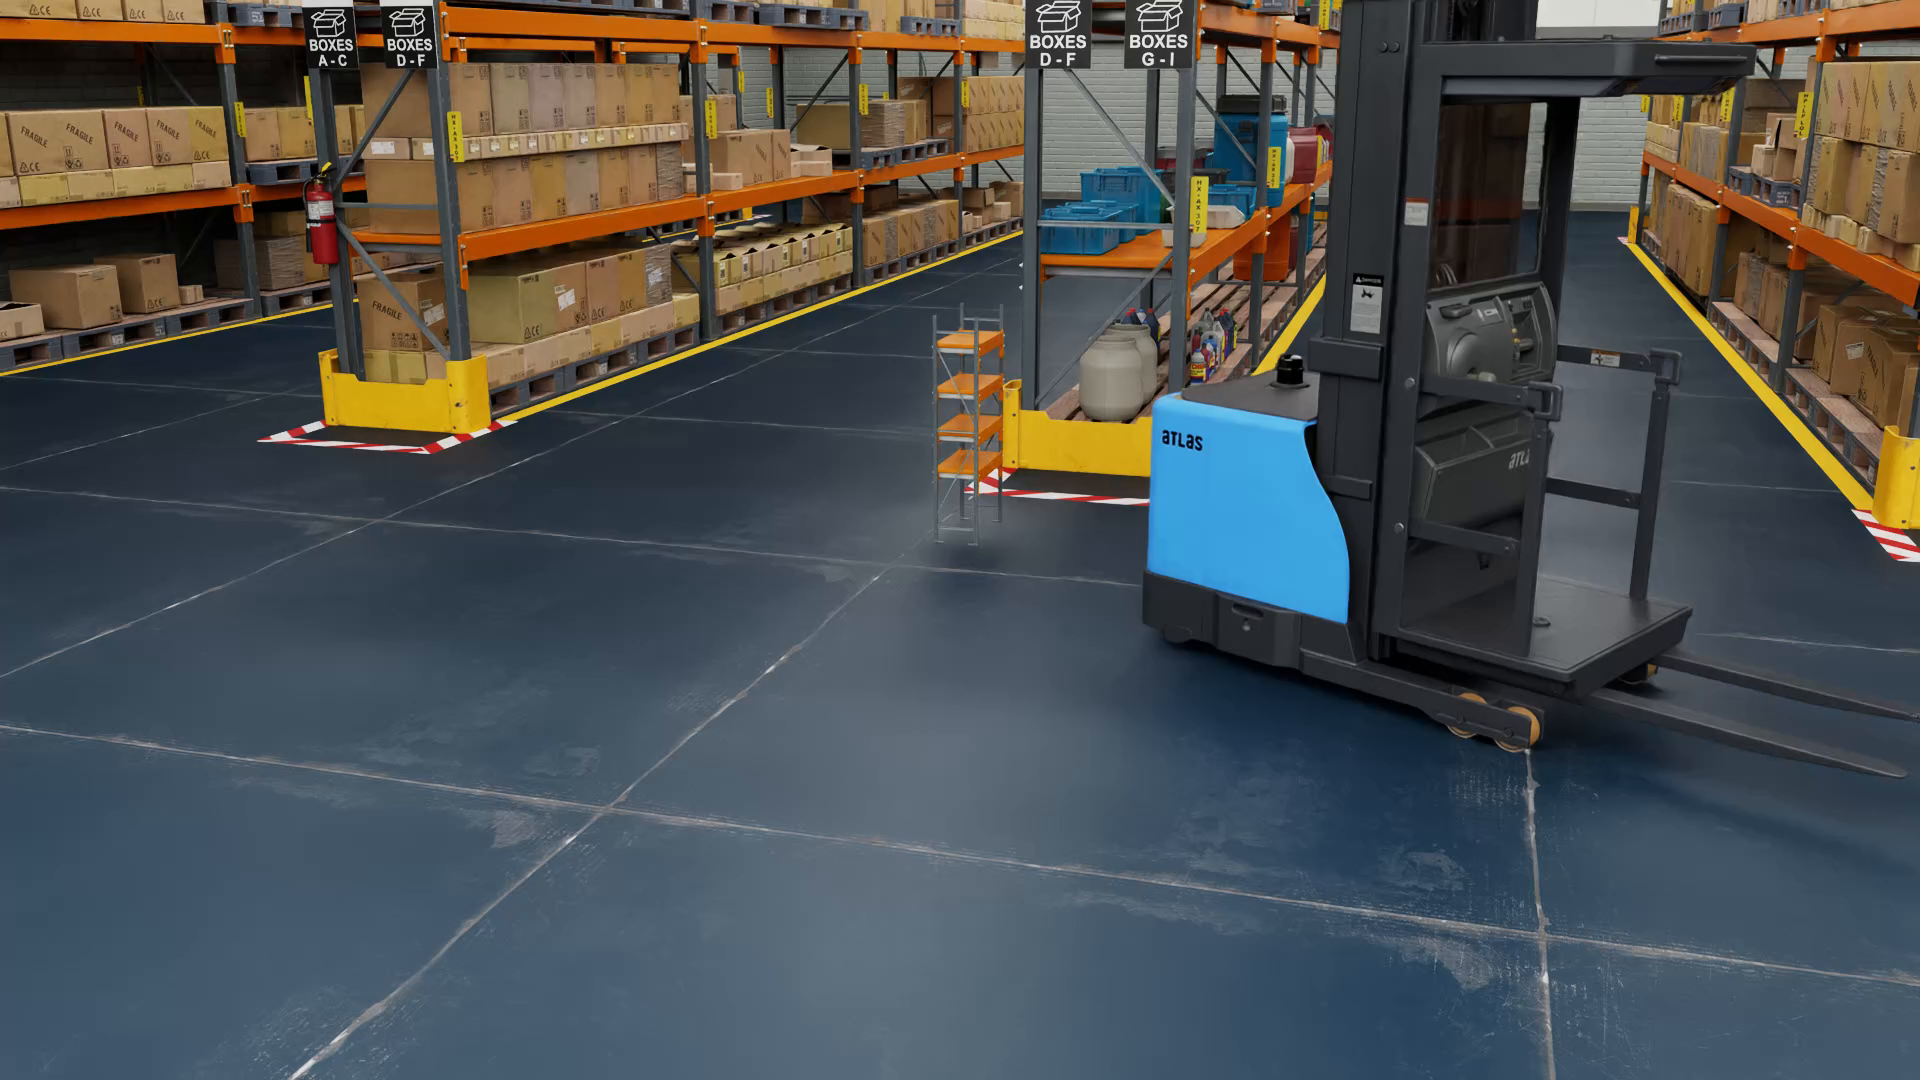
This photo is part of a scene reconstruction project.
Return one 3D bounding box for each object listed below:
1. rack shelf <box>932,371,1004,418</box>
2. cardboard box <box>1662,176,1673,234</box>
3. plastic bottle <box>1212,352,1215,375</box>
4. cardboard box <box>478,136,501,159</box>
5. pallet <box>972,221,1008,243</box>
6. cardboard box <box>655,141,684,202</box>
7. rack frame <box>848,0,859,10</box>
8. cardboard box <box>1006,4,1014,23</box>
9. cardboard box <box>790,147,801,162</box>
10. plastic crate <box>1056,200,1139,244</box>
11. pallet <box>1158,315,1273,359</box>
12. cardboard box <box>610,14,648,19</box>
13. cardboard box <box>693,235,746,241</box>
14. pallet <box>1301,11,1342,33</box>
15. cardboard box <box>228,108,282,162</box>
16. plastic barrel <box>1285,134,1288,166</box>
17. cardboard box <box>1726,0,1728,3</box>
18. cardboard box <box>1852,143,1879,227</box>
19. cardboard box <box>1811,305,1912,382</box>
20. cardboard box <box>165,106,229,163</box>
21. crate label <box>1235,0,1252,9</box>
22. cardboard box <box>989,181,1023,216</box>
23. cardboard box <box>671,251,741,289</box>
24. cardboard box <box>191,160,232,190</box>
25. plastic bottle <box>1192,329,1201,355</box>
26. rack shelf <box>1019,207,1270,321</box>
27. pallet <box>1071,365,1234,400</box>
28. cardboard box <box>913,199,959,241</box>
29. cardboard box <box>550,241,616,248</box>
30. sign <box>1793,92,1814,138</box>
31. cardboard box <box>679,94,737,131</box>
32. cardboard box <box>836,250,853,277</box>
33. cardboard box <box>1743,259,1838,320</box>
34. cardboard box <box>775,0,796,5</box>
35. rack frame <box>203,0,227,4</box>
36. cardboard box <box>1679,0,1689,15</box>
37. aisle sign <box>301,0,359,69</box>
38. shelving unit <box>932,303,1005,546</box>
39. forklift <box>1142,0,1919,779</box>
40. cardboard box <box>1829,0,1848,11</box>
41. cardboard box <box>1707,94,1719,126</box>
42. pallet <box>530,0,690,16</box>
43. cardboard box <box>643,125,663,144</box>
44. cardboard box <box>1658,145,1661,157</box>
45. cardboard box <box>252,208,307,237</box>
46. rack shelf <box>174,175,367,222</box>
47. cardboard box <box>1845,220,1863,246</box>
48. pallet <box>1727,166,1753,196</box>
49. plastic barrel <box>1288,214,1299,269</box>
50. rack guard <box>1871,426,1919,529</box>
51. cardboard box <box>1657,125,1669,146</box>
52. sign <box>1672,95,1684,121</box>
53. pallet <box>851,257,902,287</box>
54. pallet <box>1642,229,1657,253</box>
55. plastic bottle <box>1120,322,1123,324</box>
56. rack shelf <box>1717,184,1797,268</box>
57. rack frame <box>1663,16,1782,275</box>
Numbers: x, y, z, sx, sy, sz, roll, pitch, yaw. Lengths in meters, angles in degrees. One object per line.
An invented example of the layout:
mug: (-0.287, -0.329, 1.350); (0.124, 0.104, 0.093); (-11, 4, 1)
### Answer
rack shelf: (0.047, -0.771, 8.776); (0.258, 0.148, 0.480); (5, 16, 16)
cardboard box: (9.554, -4.214, 21.312); (0.875, 0.875, 0.875); (5, 16, 16)
plastic bottle: (1.844, -1.334, 12.356); (0.097, 0.201, 0.097); (0, 16, 0)
cardboard box: (-3.482, -2.777, 11.751); (0.380, 0.149, 0.250); (4, 16, 14)
pallet: (0.079, -4.559, 24.517); (1.003, 0.211, 1.213); (5, 16, 16)
cardboard box: (-2.856, -3.239, 14.570); (0.700, 0.500, 0.500); (4, 16, 14)
rack frame: (-1.599, -7.241, 17.866); (1.000, 3.000, 0.127); (5, 16, 16)
cardboard box: (0.485, -7.643, 24.141); (0.500, 0.250, 0.500); (5, 16, 16)
cardboard box: (-2.039, -4.093, 17.925); (0.500, 0.311, 0.500); (4, 16, 15)
plastic crate: (0.921, -2.128, 11.109); (0.499, 0.251, 0.408); (5, 16, 16)
pallet: (2.198, -1.790, 14.753); (1.003, 0.211, 1.213); (5, 16, 16)
cardboard box: (-4.764, -7.566, 23.830); (0.500, 0.250, 0.500); (5, 16, 16)
cardboard box: (-2.463, -2.983, 17.092); (0.500, 0.311, 0.500); (4, 16, 15)
pallet: (3.837, -5.858, 18.836); (1.003, 0.211, 1.213); (5, 16, 16)
cardboard box: (-7.309, -4.081, 16.732); (0.700, 0.500, 0.500); (5, 16, 16)
plastic barrel: (2.826, -3.527, 15.517); (0.433, 0.535, 0.433); (0, 16, 0)
cardboard box: (8.467, -5.778, 17.897); (0.380, 0.149, 0.250); (4, 16, 14)
cardboard box: (6.171, -2.223, 10.440); (0.875, 0.500, 0.500); (5, 16, 16)
cardboard box: (6.609, -1.437, 12.209); (0.500, 0.500, 0.500); (4, 16, 14)
cardboard box: (-7.324, -3.842, 15.741); (0.500, 0.500, 0.500); (5, 16, 16)
crate label: (1.724, -3.712, 11.195); (0.502, 0.251, 0.408); (5, 16, 16)
cardboard box: (0.756, -5.295, 25.776); (0.500, 0.500, 0.500); (5, 16, 16)
cardboard box: (-2.380, -2.546, 15.549); (0.500, 0.311, 0.500); (5, 16, 16)
cardboard box: (-7.330, -3.481, 15.844); (0.500, 0.250, 0.500); (5, 16, 16)
plastic bottle: (1.807, -1.468, 12.680); (0.061, 0.283, 0.133); (5, 16, 16)
rack shelf: (1.444, -2.054, 11.891); (1.077, 0.370, 4.000); (5, 16, 16)
pallet: (1.437, -1.089, 12.281); (1.003, 0.211, 1.213); (5, 16, 16)
cardboard box: (-0.328, -4.259, 22.122); (0.500, 0.500, 0.500); (5, 16, 16)
cardboard box: (-3.302, -2.319, 14.405); (0.500, 0.500, 0.500); (5, 16, 16)
sign: (6.228, -3.138, 12.274); (0.100, 0.325, 0.005); (5, 16, 16)
cardboard box: (-4.211, -6.841, 26.900); (0.980, 0.700, 0.700); (5, 17, 18)
cardboard box: (-1.515, -3.077, 18.450); (0.500, 0.250, 0.500); (5, 17, 17)
cardboard box: (7.581, -2.271, 15.115); (0.700, 0.500, 0.500); (3, 16, 11)
cardboard box: (-1.979, -5.517, 16.791); (0.500, 0.250, 0.500); (4, 16, 15)
rack frame: (-7.486, -6.577, 15.527); (1.000, 3.000, 0.127); (5, 16, 16)
cardboard box: (9.699, -7.002, 21.387); (0.700, 0.500, 0.500); (3, 16, 12)
aisle sign: (-4.173, -3.518, 10.970); (0.394, 0.787, 0.004); (5, 16, 16)
shelving unit: (0.047, -0.621, 8.818); (0.258, 1.200, 0.503); (5, 16, 16)
forklift: (2.194, -0.791, 6.247); (1.130, 2.935, 3.031); (-15, 22, -43)
cardboard box: (6.388, -3.812, 11.549); (0.500, 0.250, 0.500); (4, 16, 14)
cardboard box: (8.655, -4.816, 18.290); (0.797, 0.503, 0.637); (5, 17, 16)
pallet: (-2.953, -4.483, 13.804); (1.003, 0.211, 1.213); (5, 16, 16)
cardboard box: (-2.752, -3.447, 14.114); (0.380, 0.149, 0.250); (4, 16, 14)
cardboard box: (9.245, -5.019, 21.487); (0.380, 0.149, 0.250); (5, 17, 17)
cardboard box: (-7.171, -3.370, 17.615); (0.500, 0.250, 0.500); (4, 16, 15)
rack shelf: (-6.918, -3.868, 18.289); (1.077, 0.370, 4.000); (5, 16, 16)
cardboard box: (5.998, -1.992, 10.814); (0.380, 0.149, 0.250); (5, 16, 16)
pallet: (7.797, -3.298, 15.312); (1.213, 0.211, 1.003); (5, 16, 16)
plastic barrel: (3.593, -3.436, 19.096); (0.600, 0.588, 0.708); (5, 16, 16)
rack guard: (5.646, -0.310, 9.005); (1.175, 0.500, 0.348); (5, 16, 16)
cardboard box: (9.345, -5.240, 21.536); (0.500, 0.250, 0.500); (4, 16, 15)
sign: (8.502, -5.129, 19.684); (0.100, 0.325, 0.005); (5, 16, 16)
pallet: (-1.351, -3.205, 19.743); (1.003, 0.211, 1.213); (5, 16, 16)
pallet: (10.019, -4.121, 22.973); (1.003, 0.211, 1.213); (5, 16, 16)
plastic bottle: (1.244, -1.559, 13.002); (0.061, 0.283, 0.133); (5, 17, 18)
rack shelf: (7.329, -2.716, 14.226); (1.077, 0.370, 4.000); (5, 16, 16)
rack frame: (9.034, -4.632, 19.662); (1.000, 3.000, 0.127); (5, 16, 16)
